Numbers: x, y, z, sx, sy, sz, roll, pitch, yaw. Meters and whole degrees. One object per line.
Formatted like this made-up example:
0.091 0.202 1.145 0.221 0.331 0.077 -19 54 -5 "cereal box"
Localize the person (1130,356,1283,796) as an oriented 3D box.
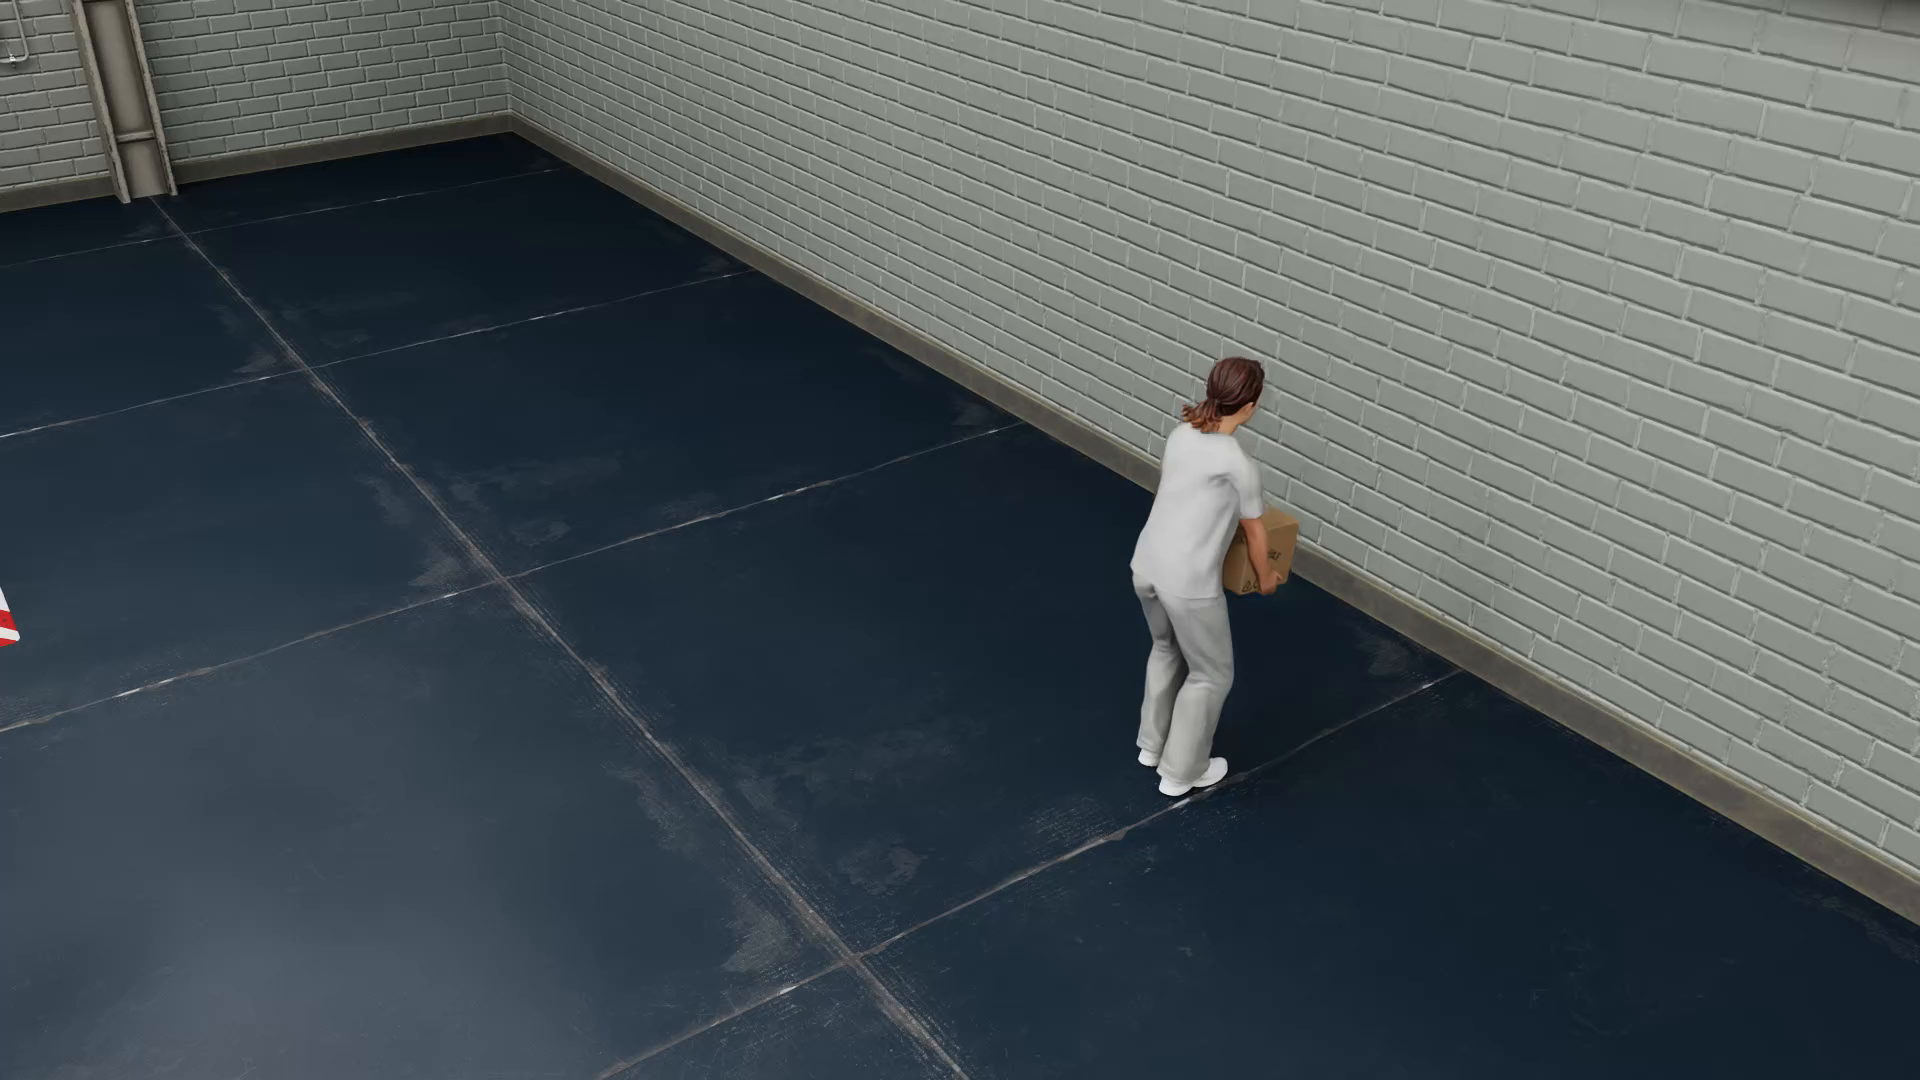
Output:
0.866 0.125 5.952 0.539 1.629 0.408 -20 34 -31 "person"
